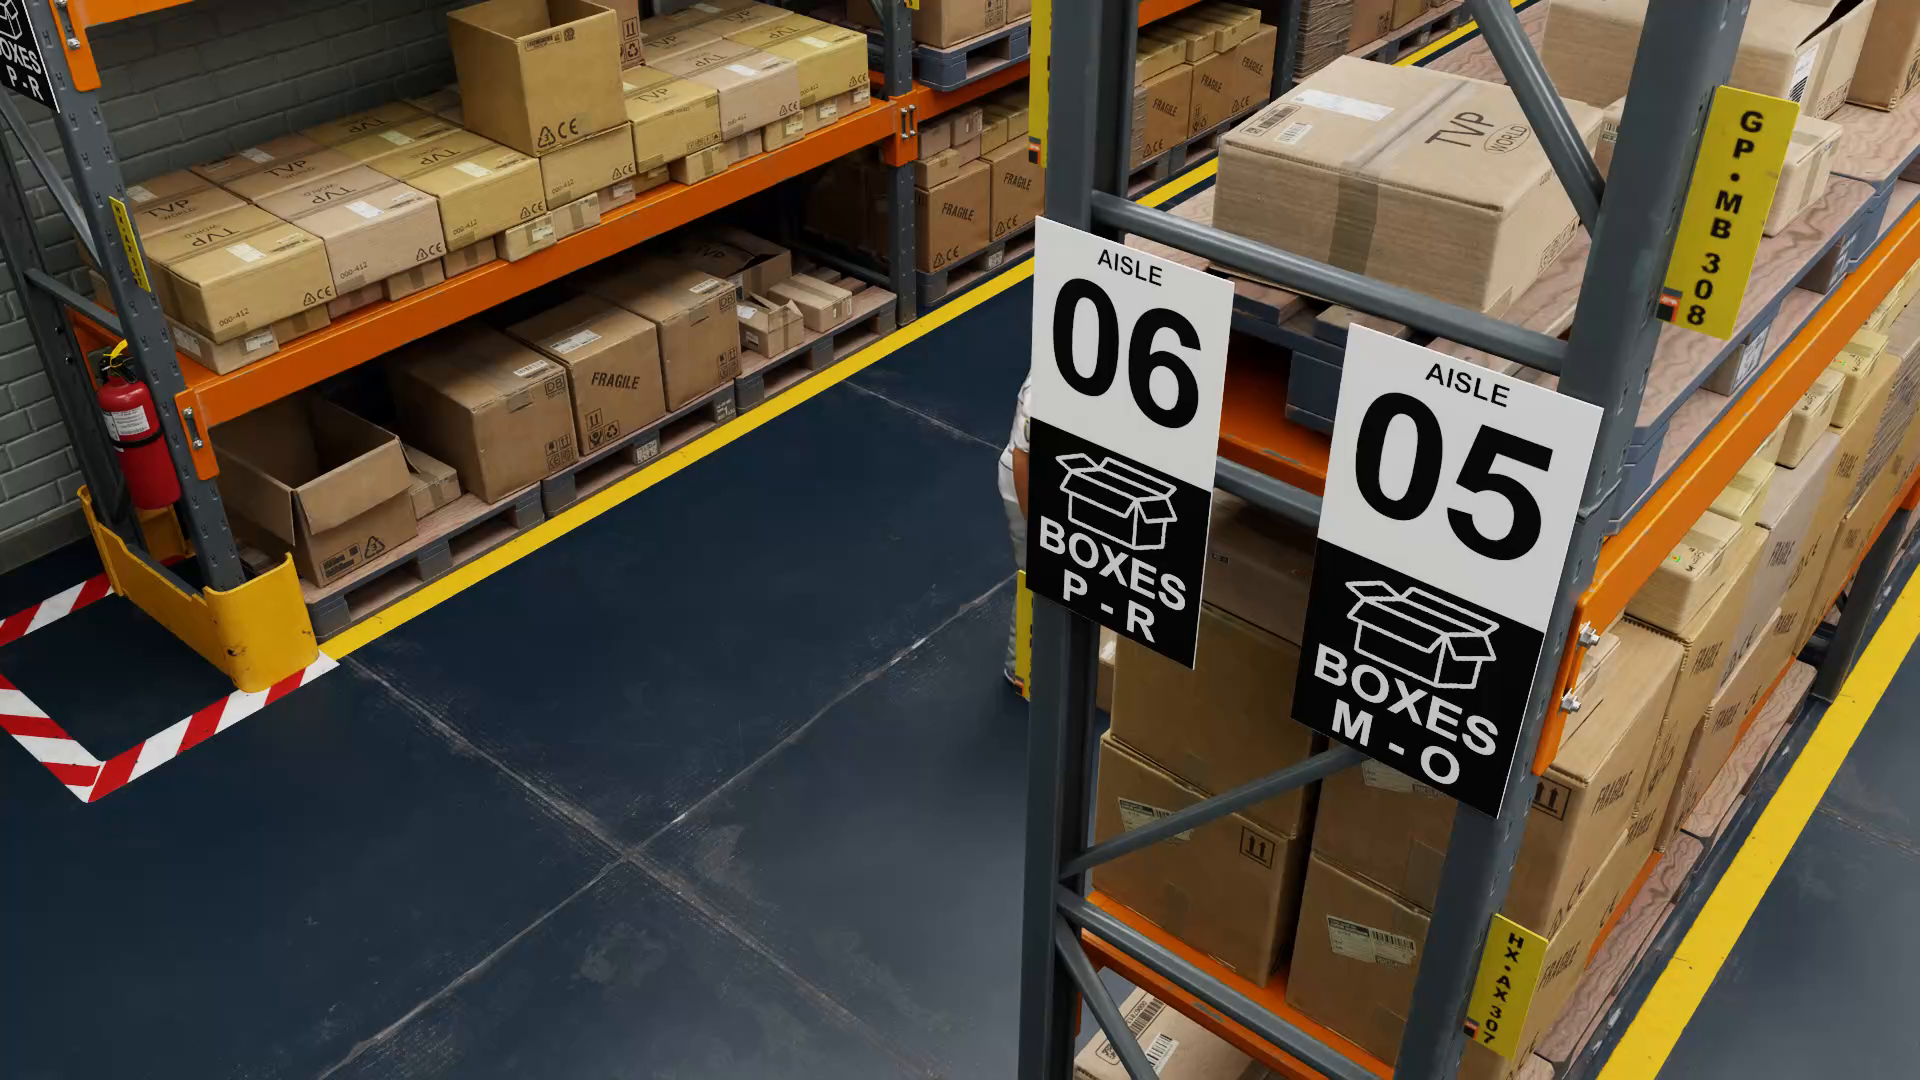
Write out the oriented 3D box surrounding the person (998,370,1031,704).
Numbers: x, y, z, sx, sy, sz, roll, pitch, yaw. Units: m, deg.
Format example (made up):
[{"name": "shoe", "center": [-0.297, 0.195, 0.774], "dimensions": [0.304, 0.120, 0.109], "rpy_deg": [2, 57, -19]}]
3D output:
[{"name": "person", "center": [0.400, -0.164, 6.372], "dimensions": [0.468, 1.664, 0.551], "rpy_deg": [23, 41, 29]}]
